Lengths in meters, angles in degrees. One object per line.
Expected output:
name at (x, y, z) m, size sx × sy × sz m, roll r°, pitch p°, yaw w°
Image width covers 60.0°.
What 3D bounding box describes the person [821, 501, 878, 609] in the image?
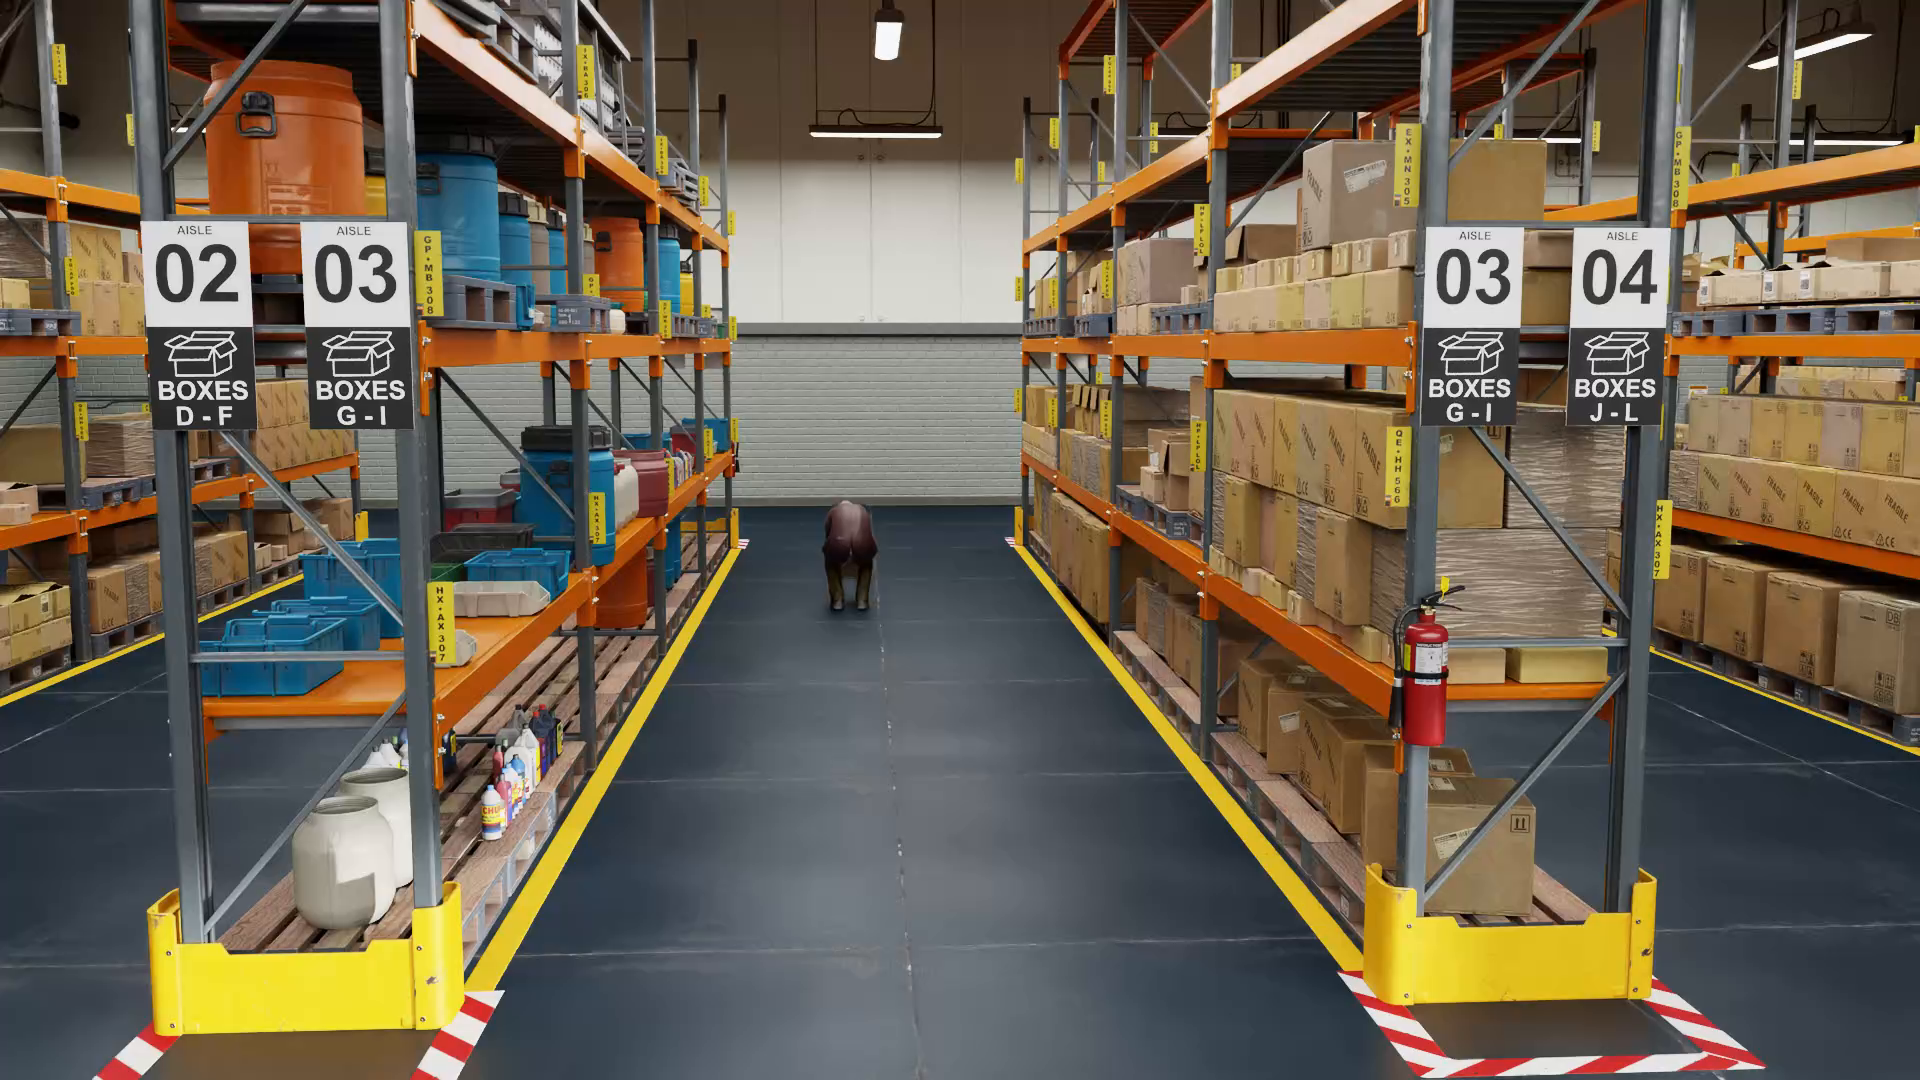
person at (-1.165, 0.159, 17.471) m, size 0.590 × 1.071 × 0.943 m, roll -1°, pitch 7°, yaw -7°
